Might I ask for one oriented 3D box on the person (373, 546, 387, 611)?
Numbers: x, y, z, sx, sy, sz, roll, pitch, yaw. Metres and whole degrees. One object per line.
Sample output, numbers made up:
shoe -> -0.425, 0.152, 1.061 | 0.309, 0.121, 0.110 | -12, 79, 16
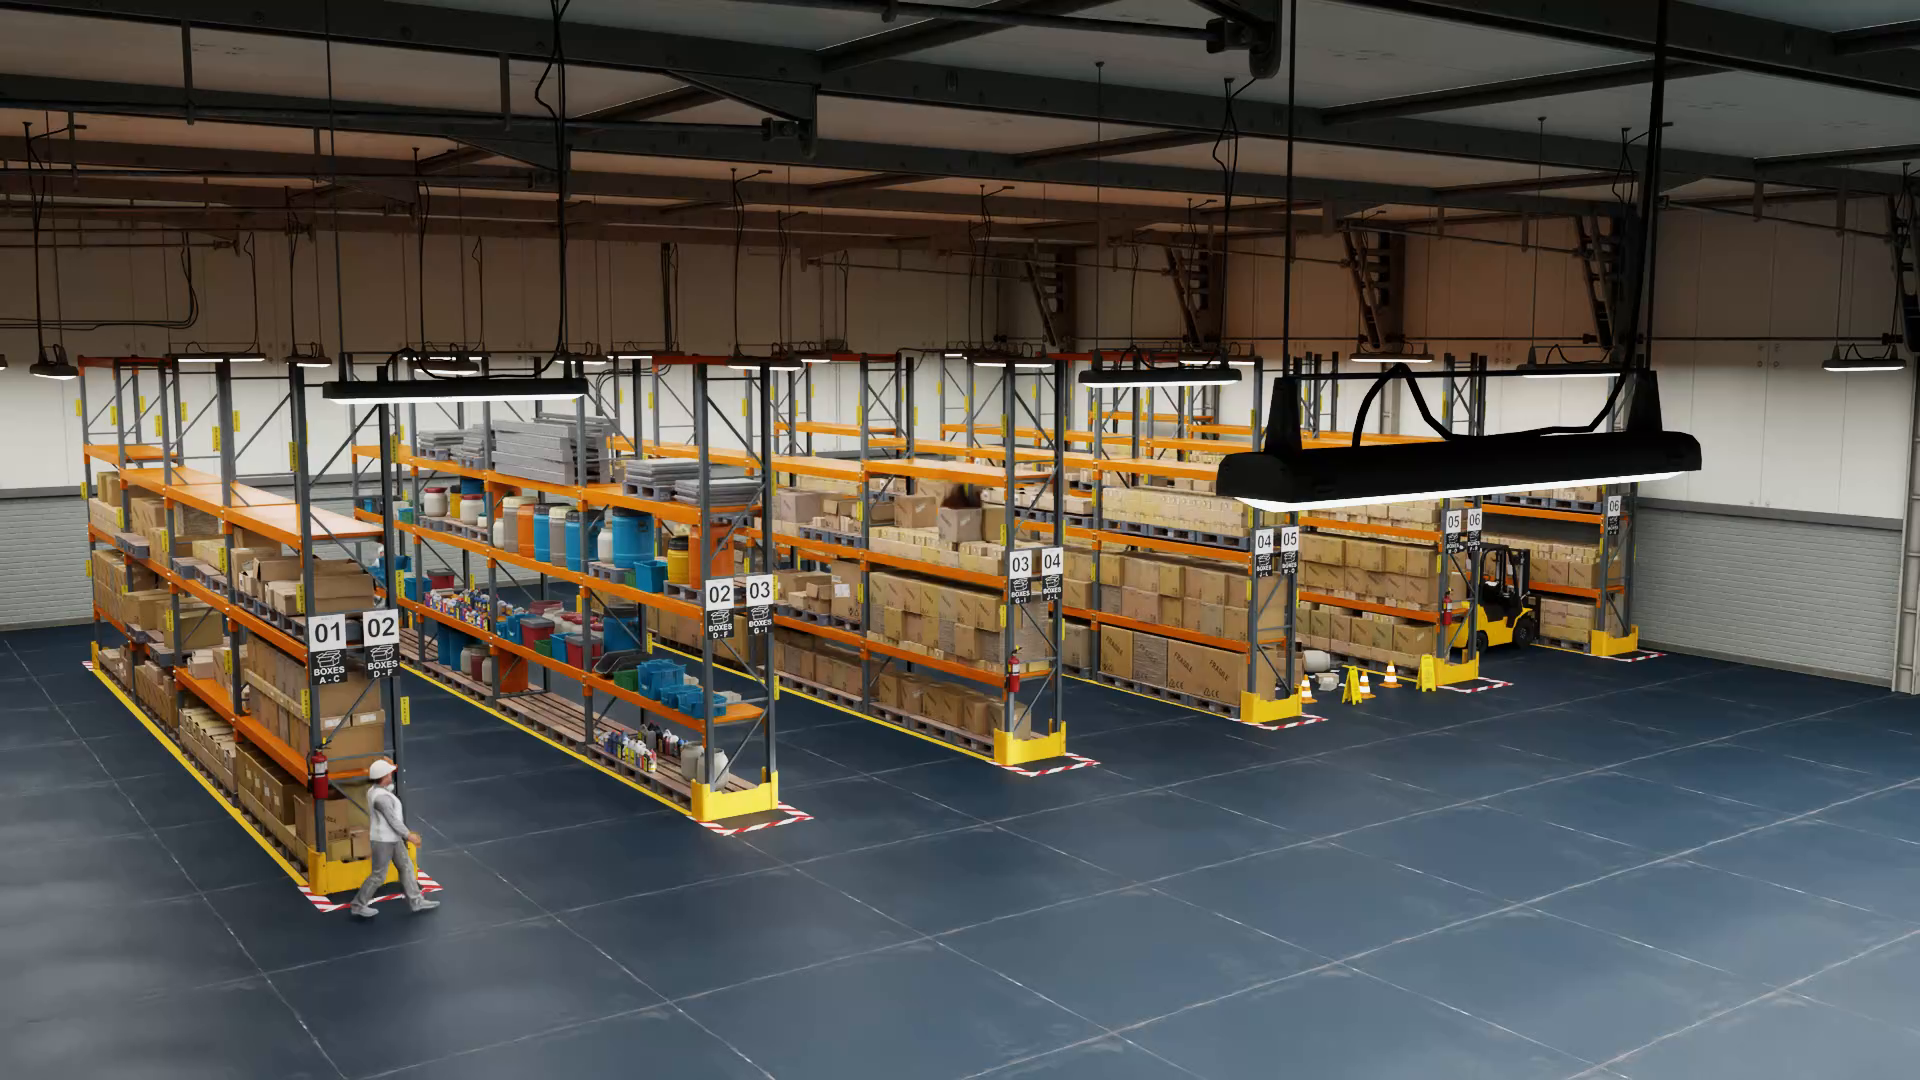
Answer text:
person -> -12.732, 1.008, 36.605 | 0.755, 1.759, 0.606 | 0, 7, 4

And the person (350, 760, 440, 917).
person -> -6.229, 3.257, 18.237 | 0.928, 1.736, 0.534 | -1, 7, -11

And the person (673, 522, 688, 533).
person -> -7.411, 0.202, 44.079 | 0.617, 1.554, 0.444 | -6, 9, -41

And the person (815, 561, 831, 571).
person -> -3.794, 0.035, 45.021 | 0.500, 1.660, 0.646 | 2, 7, 18
